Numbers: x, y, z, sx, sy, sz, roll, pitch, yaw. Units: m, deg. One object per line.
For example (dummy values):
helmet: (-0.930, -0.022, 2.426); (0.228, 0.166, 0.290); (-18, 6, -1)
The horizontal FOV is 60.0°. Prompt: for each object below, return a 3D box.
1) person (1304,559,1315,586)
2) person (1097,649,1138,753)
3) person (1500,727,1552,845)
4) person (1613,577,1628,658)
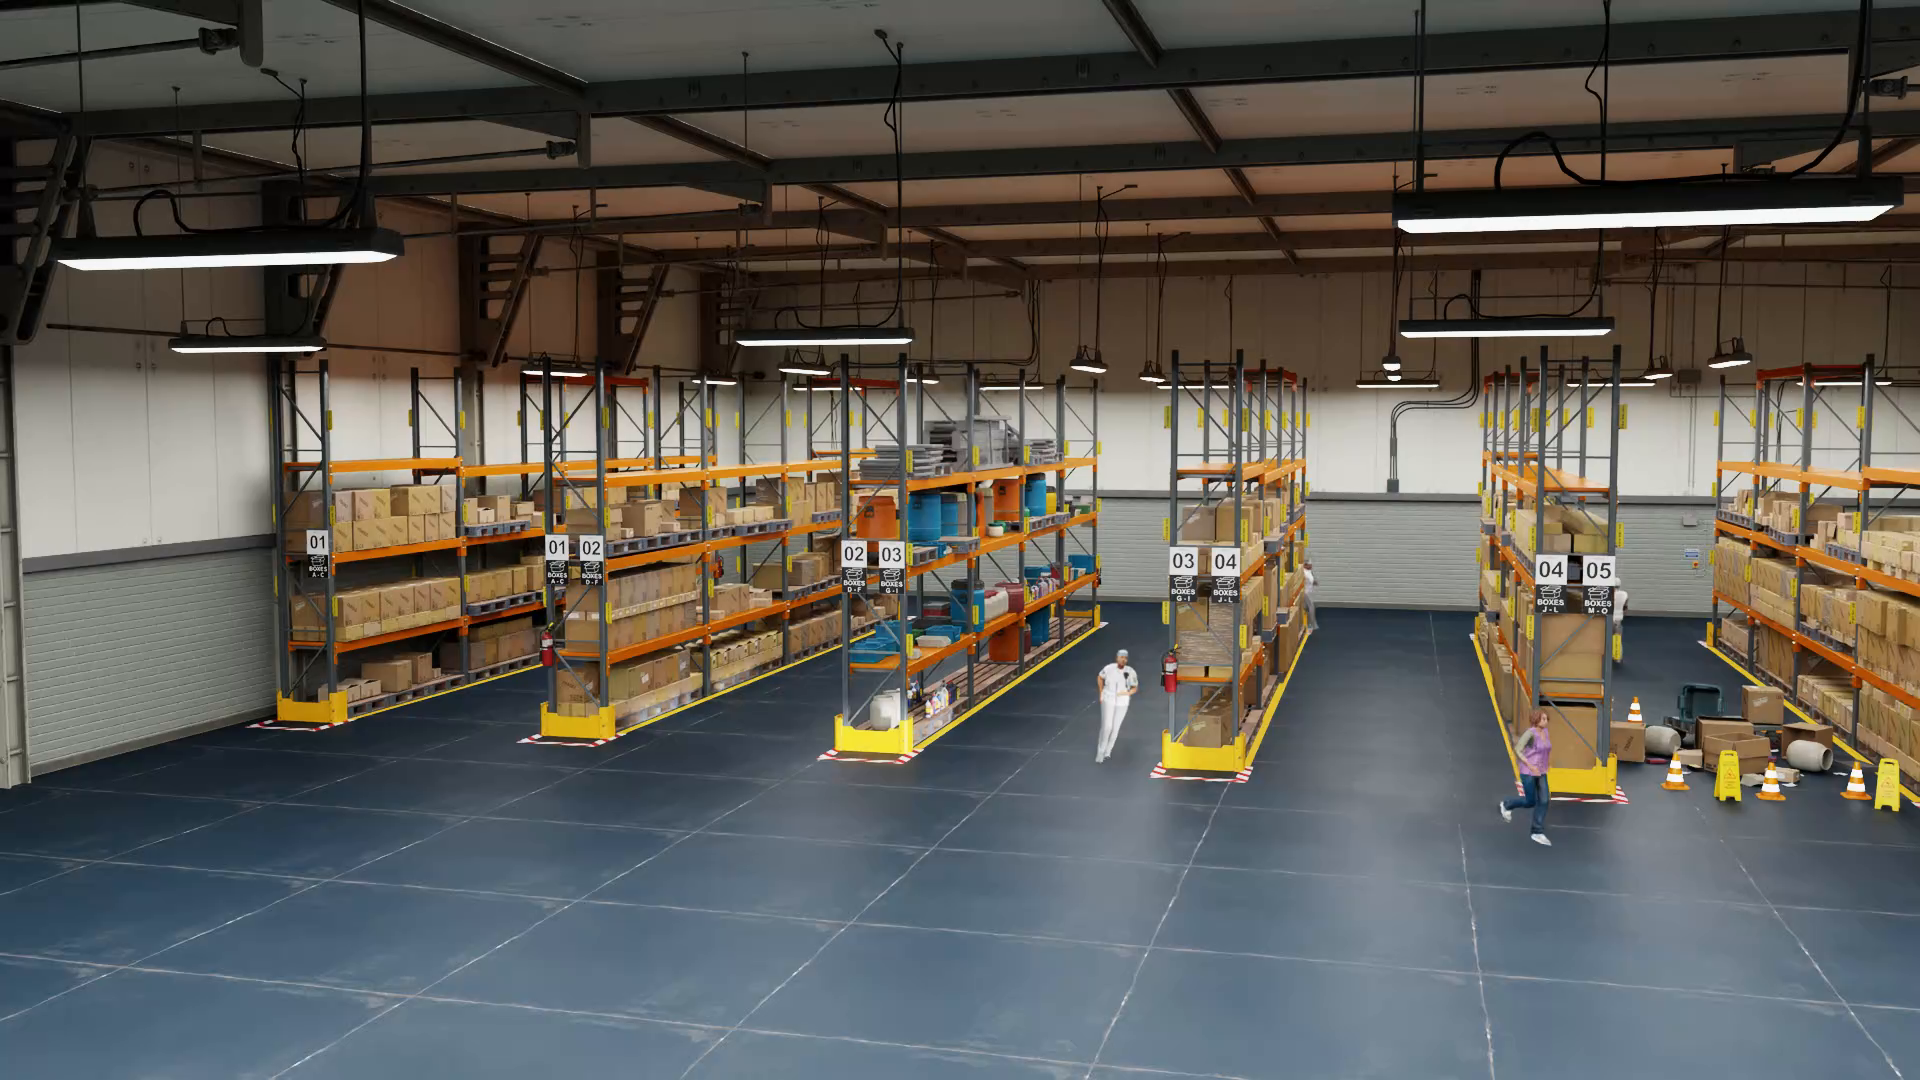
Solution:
person: (8.311, 0.853, 39.984); (0.393, 0.831, 0.564); (2, 5, 29)
person: (2.314, 2.357, 24.486); (0.587, 1.499, 0.603); (0, 4, -1)
person: (6.833, 2.906, 19.936); (0.349, 1.370, 0.751); (-3, 5, -33)
person: (13.500, 1.587, 34.463); (0.653, 1.666, 0.715); (0, 4, 5)
